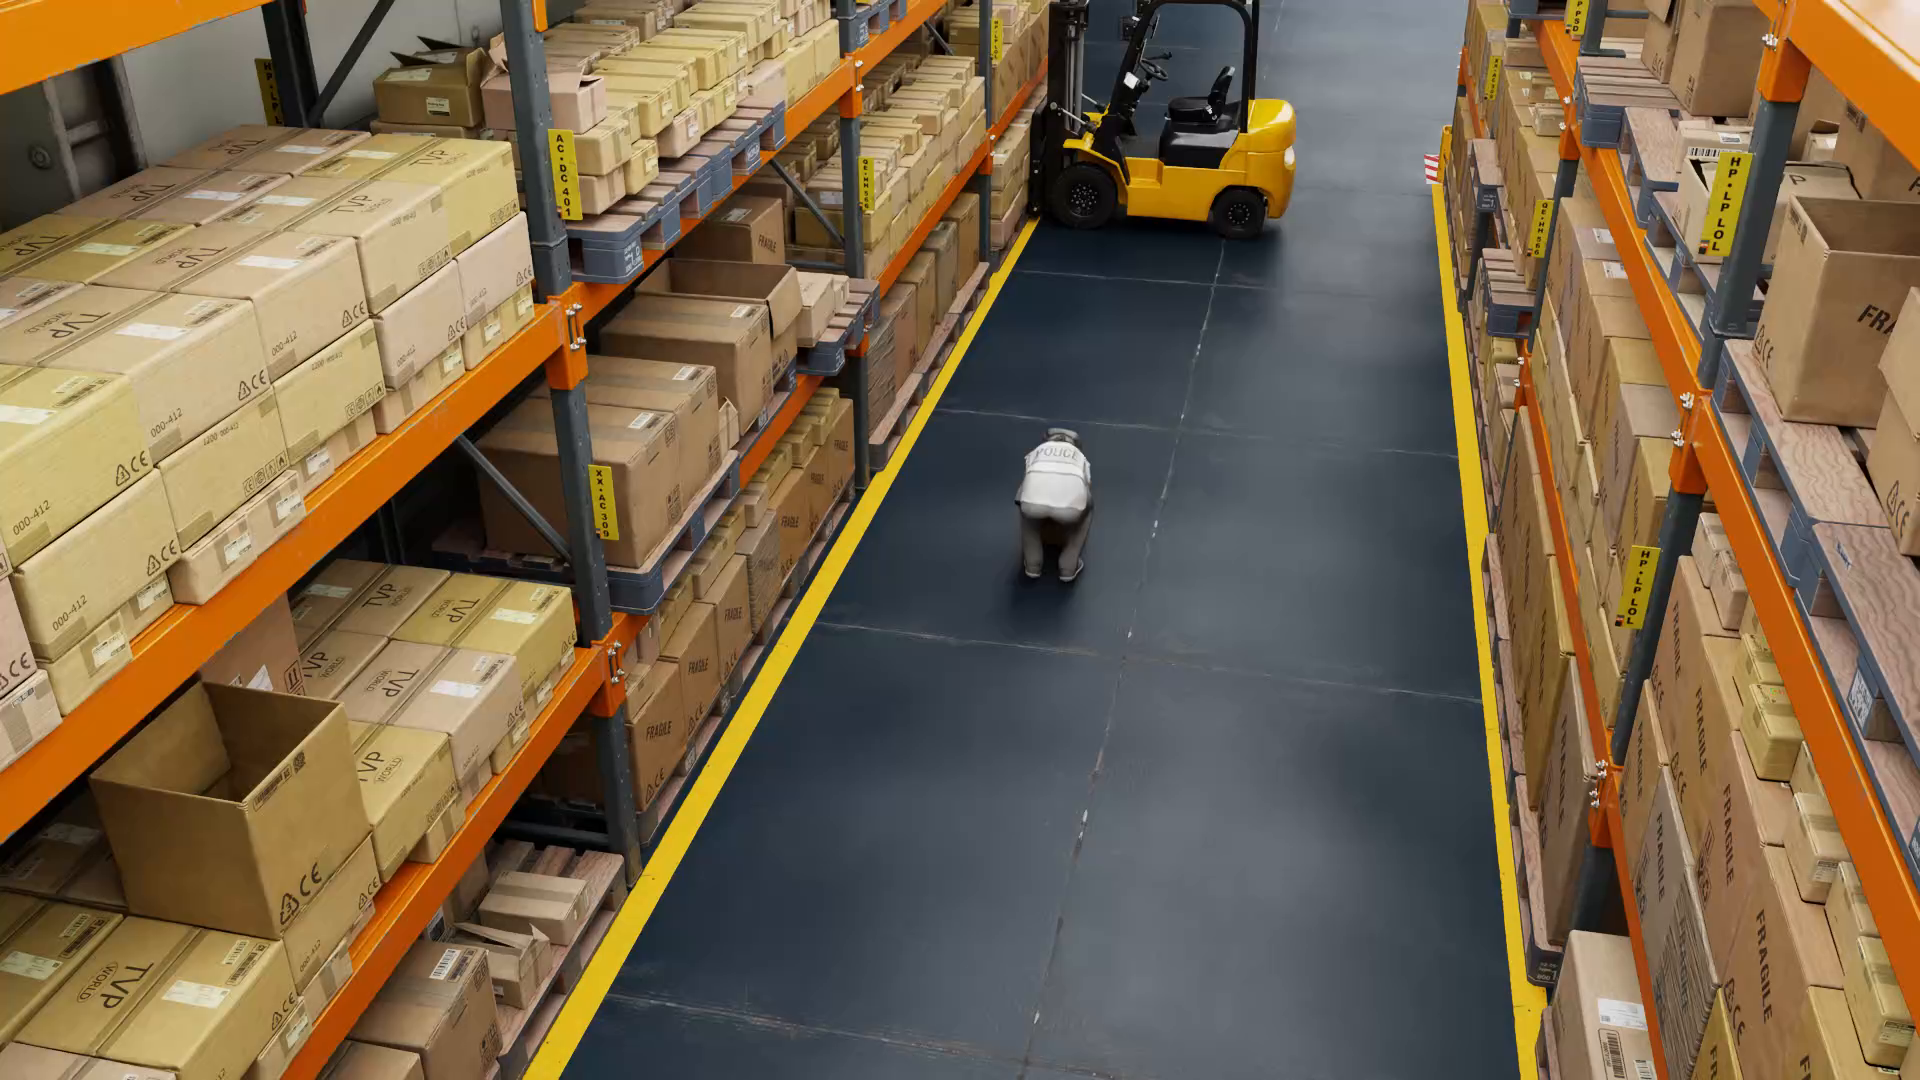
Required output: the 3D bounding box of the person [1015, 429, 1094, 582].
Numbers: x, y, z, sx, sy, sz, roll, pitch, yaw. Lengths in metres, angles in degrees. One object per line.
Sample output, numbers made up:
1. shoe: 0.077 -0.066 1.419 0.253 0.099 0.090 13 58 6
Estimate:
1. person: 0.573 -0.199 9.911 0.445 0.802 0.924 5 29 9
